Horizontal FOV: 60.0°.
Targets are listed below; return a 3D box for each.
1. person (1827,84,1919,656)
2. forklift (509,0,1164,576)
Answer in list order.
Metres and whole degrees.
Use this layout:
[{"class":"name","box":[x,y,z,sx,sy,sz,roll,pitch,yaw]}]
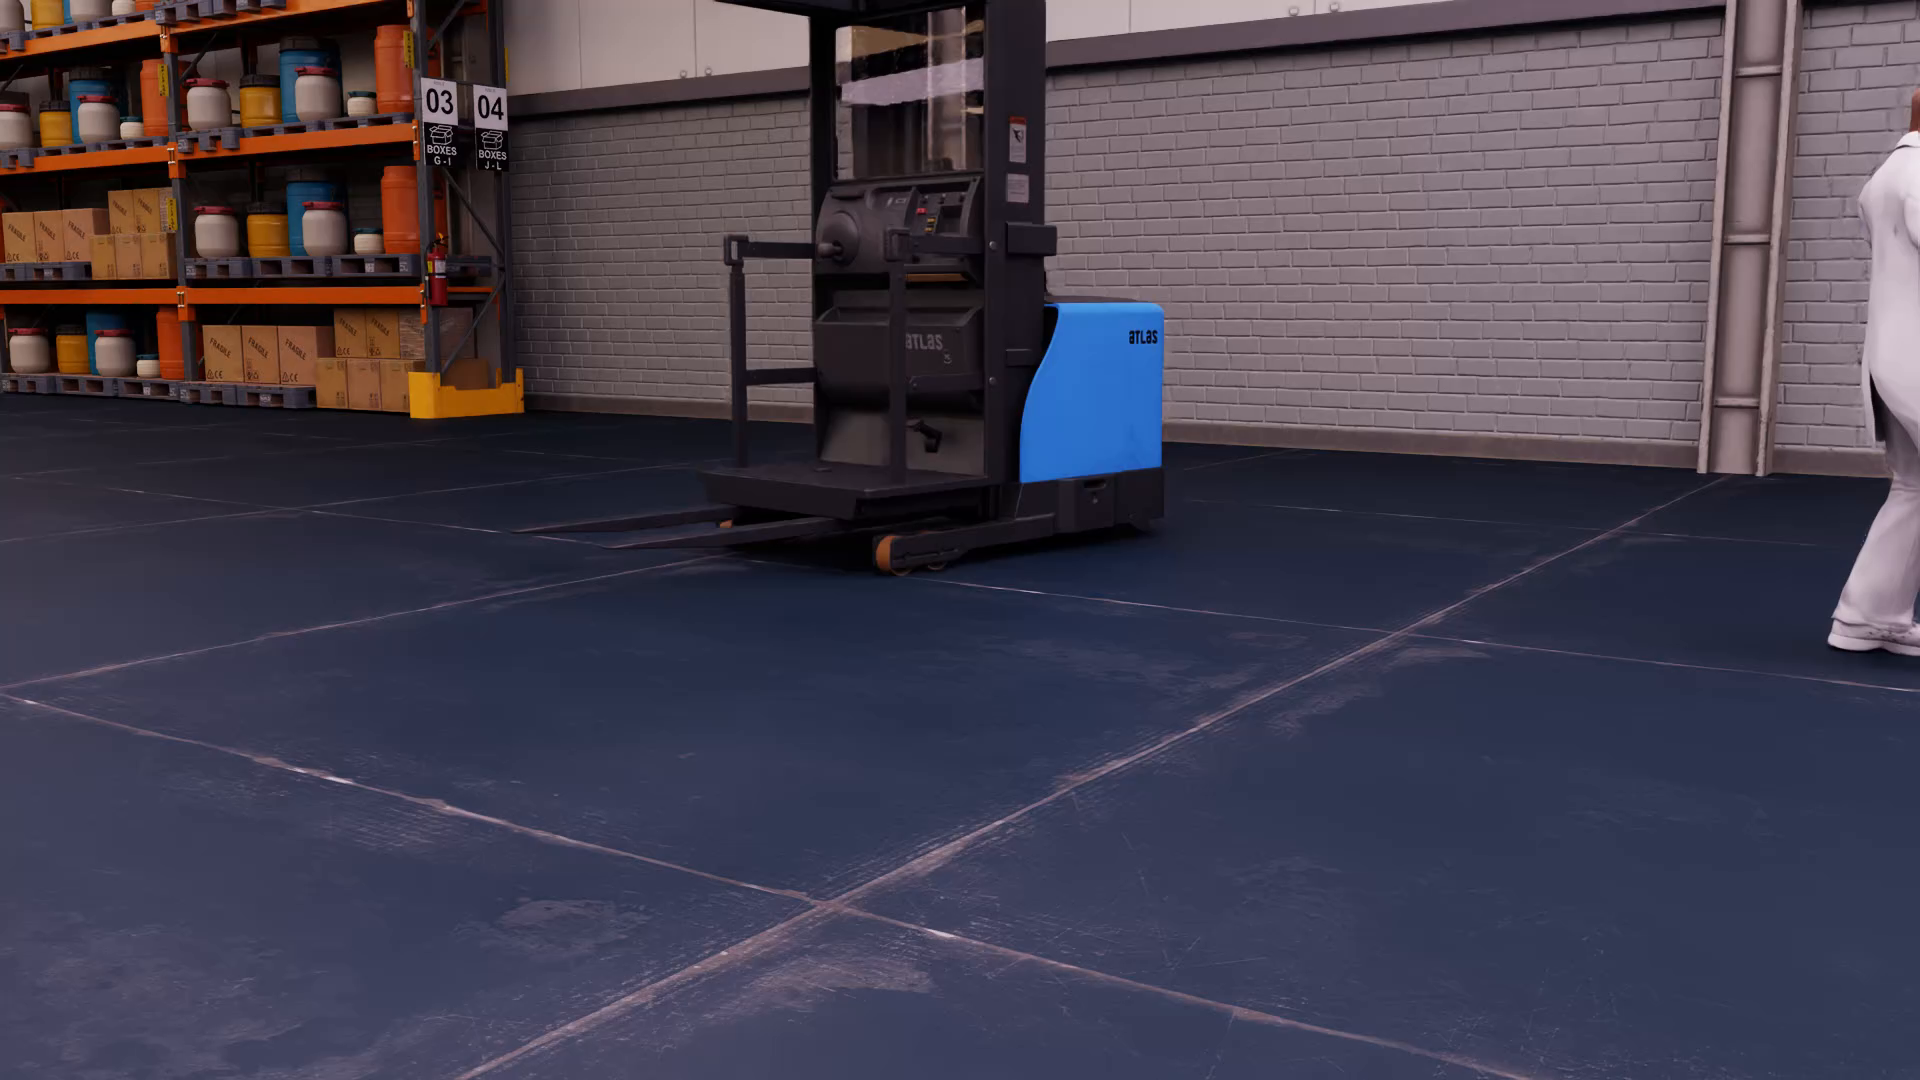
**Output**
[{"class":"person","box":[2.967,-0.481,4.959,0.556,1.808,0.994,2,8,16]},{"class":"forklift","box":[-0.419,-1.389,6.957,1.130,2.935,3.031,8,11,43]}]
